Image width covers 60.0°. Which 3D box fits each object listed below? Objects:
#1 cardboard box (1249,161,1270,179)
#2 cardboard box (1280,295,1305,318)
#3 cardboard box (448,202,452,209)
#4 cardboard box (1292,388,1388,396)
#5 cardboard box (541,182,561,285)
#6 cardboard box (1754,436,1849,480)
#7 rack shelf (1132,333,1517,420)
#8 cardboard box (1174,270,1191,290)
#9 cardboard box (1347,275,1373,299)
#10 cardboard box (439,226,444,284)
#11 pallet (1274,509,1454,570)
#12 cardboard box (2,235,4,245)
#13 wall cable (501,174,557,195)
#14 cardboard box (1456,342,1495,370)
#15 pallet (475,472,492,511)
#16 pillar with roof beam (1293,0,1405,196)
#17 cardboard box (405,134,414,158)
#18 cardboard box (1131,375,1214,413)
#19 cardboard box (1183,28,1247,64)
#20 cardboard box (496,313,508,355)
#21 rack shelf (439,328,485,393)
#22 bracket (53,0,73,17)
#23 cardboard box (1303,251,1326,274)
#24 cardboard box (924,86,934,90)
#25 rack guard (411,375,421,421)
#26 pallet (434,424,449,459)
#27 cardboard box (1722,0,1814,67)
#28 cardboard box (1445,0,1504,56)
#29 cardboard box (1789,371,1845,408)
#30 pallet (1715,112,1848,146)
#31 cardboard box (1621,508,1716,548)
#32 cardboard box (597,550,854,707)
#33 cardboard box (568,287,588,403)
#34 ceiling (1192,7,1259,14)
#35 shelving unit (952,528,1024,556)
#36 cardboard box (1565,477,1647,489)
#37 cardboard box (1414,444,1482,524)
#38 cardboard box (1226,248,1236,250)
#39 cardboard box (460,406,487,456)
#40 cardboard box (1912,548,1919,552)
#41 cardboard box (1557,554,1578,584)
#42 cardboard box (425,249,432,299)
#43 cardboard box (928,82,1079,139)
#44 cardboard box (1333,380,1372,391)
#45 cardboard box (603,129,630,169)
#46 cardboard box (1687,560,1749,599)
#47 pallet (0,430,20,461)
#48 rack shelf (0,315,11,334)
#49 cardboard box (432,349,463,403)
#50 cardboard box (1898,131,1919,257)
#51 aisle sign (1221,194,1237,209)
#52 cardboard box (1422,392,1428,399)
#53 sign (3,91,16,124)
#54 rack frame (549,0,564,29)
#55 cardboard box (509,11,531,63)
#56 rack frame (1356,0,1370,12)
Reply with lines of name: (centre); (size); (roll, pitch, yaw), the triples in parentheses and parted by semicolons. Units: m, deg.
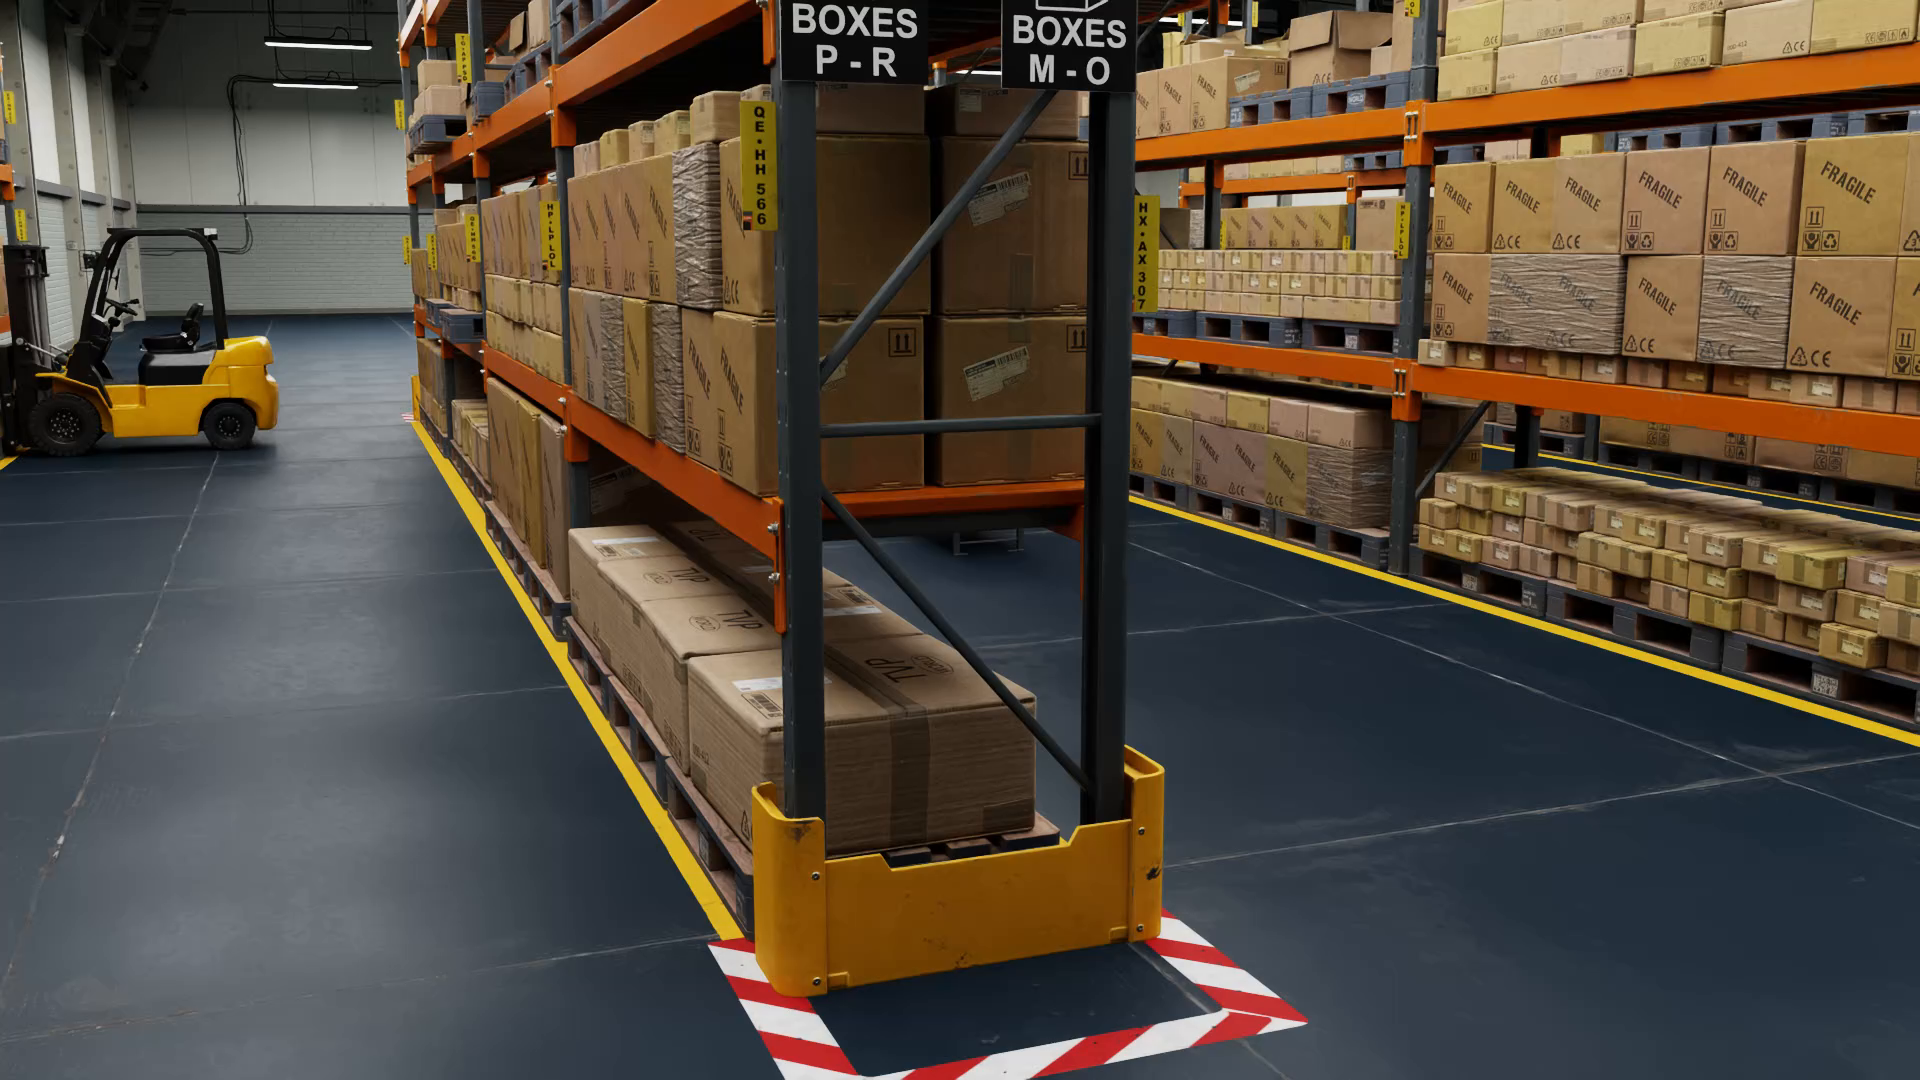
cardboard box: (3.931, -4.607, 20.618); (0.500, 0.250, 0.500); (-4, 11, -19)
cardboard box: (2.416, -1.596, 11.346); (0.380, 0.149, 0.250); (-4, 11, -23)
cardboard box: (-5.236, -3.455, 18.289); (0.700, 0.500, 0.500); (-4, 11, -20)
cardboard box: (2.727, -0.945, 11.963); (0.500, 0.250, 0.500); (-3, 11, -19)
cardboard box: (-1.849, -1.559, 8.482); (0.500, 0.500, 0.500); (-4, 11, -19)
cardboard box: (7.209, -1.000, 13.342); (1.225, 0.875, 0.875); (-4, 11, -23)
rack shelf: (2.399, -1.264, 12.015); (1.077, 0.370, 4.000); (-4, 11, -21)
cardboard box: (1.863, -1.995, 12.739); (0.380, 0.149, 0.250); (-4, 11, -23)
cardboard box: (2.699, -1.617, 10.612); (0.380, 0.149, 0.250); (-4, 11, -21)
cardboard box: (-4.267, -2.493, 14.535); (0.500, 0.500, 0.500); (-4, 11, -21)
pallet: (2.841, -0.046, 11.075); (1.003, 0.211, 1.213); (-4, 11, -21)
cardboard box: (-10.100, -3.074, 17.150); (0.380, 0.149, 0.250); (-4, 11, -21)
wall cable: (-12.866, -13.123, 49.788); (2.305, 6.003, 0.169); (-4, 11, -21)
cardboard box: (3.085, -1.063, 9.551); (0.380, 0.149, 0.250); (-4, 11, -19)
pallet: (-3.184, -0.369, 12.890); (1.003, 0.211, 1.213); (-4, 11, -21)
pillar with roof beam: (7.810, -10.051, 42.229); (9.100, 9.000, 0.548); (-4, 11, -21)
cardboard box: (-5.867, -4.370, 18.437); (0.500, 0.250, 0.500); (-4, 11, -22)
cardboard box: (1.699, -1.162, 13.184); (0.500, 0.250, 0.500); (-4, 11, -23)
cardboard box: (1.880, -3.641, 12.286); (0.396, 0.266, 0.258); (-4, 11, -21)
cardboard box: (-2.757, -1.362, 10.938); (0.500, 0.250, 0.500); (-4, 11, -23)
rack shelf: (-3.627, -1.586, 13.826); (1.077, 0.370, 4.000); (-4, 11, -21)
bracket: (-16.122, -9.631, 29.593); (0.076, 0.066, 4.783); (-4, 11, -21)
cardboard box: (2.512, -1.850, 11.073); (0.380, 0.149, 0.250); (-4, 11, -21)
cardboard box: (-0.204, -4.639, 17.323); (0.380, 0.149, 0.250); (-4, 11, -21)
rack guard: (-5.774, -1.677, 19.418); (1.175, 0.500, 0.348); (-4, 11, -21)
pallet: (-4.628, -1.001, 16.447); (1.003, 0.211, 1.213); (-4, 11, -21)
cardboard box: (3.803, -2.264, 7.445); (0.500, 0.250, 0.500); (-3, 11, -18)
cardboard box: (3.075, -2.847, 9.296); (0.500, 0.250, 0.500); (-4, 11, -19)
cardboard box: (3.918, -0.673, 7.358); (0.380, 0.149, 0.250); (-4, 11, -19)
pallet: (7.025, -3.343, 13.621); (1.003, 0.211, 1.213); (-3, 11, -18)
cardboard box: (3.598, -0.062, 8.444); (0.380, 0.149, 0.250); (-4, 11, -21)
cardboard box: (-1.000, 0.349, 7.010); (0.875, 0.438, 0.875); (-4, 11, -23)
cardboard box: (-1.527, -0.917, 7.725); (0.500, 0.500, 0.500); (-4, 11, -19)
ceiling: (8.547, -15.657, 48.050); (6.000, 0.001, 6.000); (-4, 11, -21)
shelving unit: (0.002, -0.553, 11.315); (0.538, 1.125, 1.048); (-4, 11, -21)
cardboard box: (3.722, -0.267, 9.597); (0.380, 0.149, 0.250); (-4, 11, -21)
cardboard box: (3.104, -0.405, 11.071); (0.500, 0.500, 0.500); (-3, 11, -19)
cardboard box: (3.902, -3.579, 21.839); (0.875, 0.500, 0.500); (-4, 11, -21)
cardboard box: (-3.896, -0.977, 14.653); (0.950, 0.372, 0.625); (-3, 11, -17)
cardboard box: (4.489, 0.121, 7.419); (0.380, 0.149, 0.250); (-4, 11, -20)
cardboard box: (3.460, 0.146, 8.977); (0.380, 0.149, 0.250); (-4, 11, -23)
cardboard box: (-5.130, -2.687, 16.827); (0.500, 0.500, 0.500); (-4, 11, -19)
cardboard box: (0.126, -1.244, 4.859); (0.380, 0.149, 0.250); (-4, 11, -20)
cardboard box: (4.777, -1.940, 19.698); (0.500, 0.500, 0.500); (-4, 11, -23)
cardboard box: (-1.238, -1.584, 6.769); (0.380, 0.149, 0.250); (-4, 11, -23)
cardboard box: (3.727, 0.175, 7.962); (0.380, 0.149, 0.250); (-4, 11, -20)
pallet: (-9.672, -0.910, 15.935); (1.003, 0.211, 1.213); (-4, 11, -21)
rack shelf: (-9.701, -1.923, 15.723); (1.077, 0.370, 4.000); (-4, 11, -21)
cardboard box: (-5.002, -1.651, 16.650); (0.500, 0.500, 0.500); (-4, 11, -20)
cardboard box: (4.176, -1.386, 6.655); (0.500, 0.500, 0.500); (-4, 11, -22)
aisle sign: (3.692, -4.858, 22.741); (0.394, 0.787, 0.004); (-4, 11, -21)
cardboard box: (5.242, -1.701, 18.299); (0.700, 0.500, 0.500); (-4, 11, -21)
sign: (-9.915, -4.510, 17.342); (0.100, 0.325, 0.005); (-4, 11, -21)
rack frame: (-1.453, -3.915, 7.732); (1.000, 3.000, 0.127); (-4, 11, -21)
cardboard box: (-2.625, -3.296, 11.327); (0.797, 0.503, 0.637); (-5, 11, -24)
rack frame: (4.885, -5.849, 18.609); (1.000, 3.000, 0.127); (-4, 11, -21)
